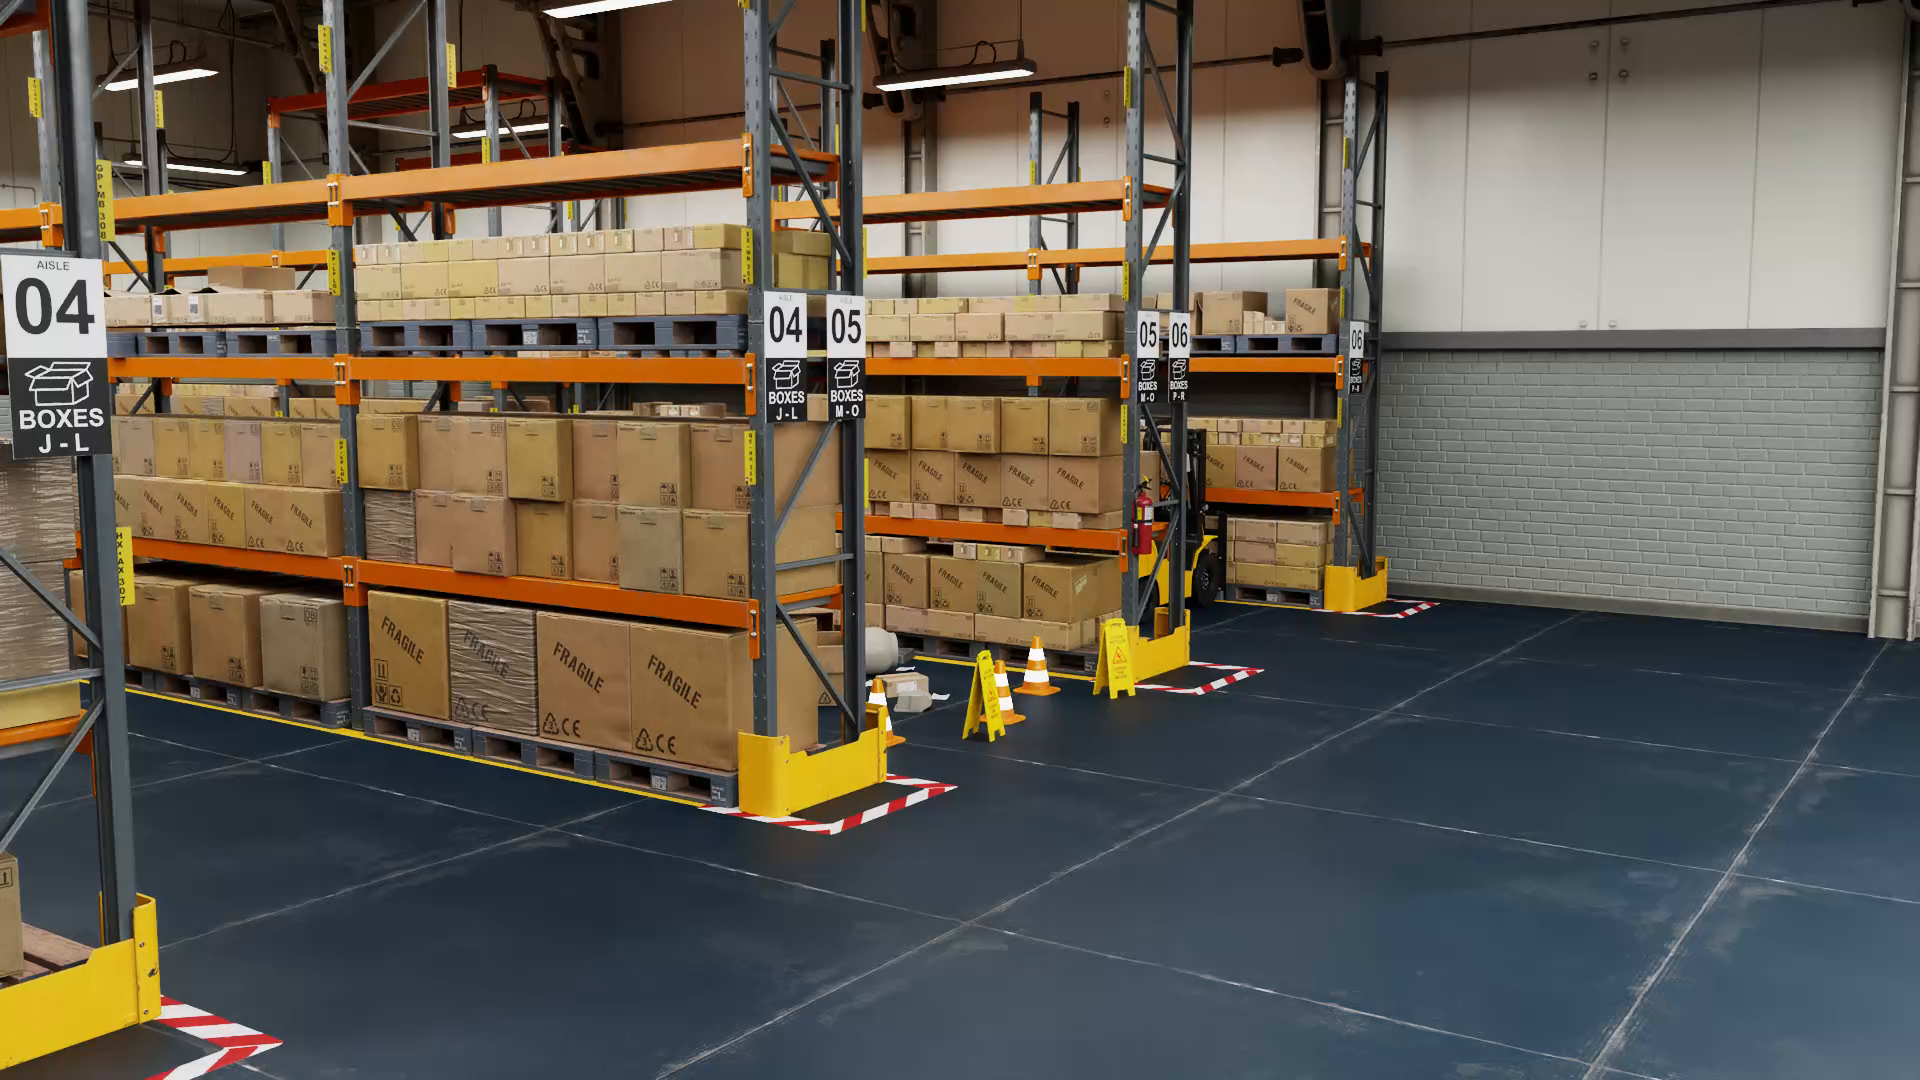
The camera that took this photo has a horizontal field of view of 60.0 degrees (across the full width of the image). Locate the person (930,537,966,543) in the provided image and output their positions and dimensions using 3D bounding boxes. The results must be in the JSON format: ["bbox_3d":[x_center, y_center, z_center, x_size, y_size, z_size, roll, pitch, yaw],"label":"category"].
[{"bbox_3d":[-0.039,-0.054,18.225,0.630,1.720,0.568,1,6,5],"label":"person"}]
